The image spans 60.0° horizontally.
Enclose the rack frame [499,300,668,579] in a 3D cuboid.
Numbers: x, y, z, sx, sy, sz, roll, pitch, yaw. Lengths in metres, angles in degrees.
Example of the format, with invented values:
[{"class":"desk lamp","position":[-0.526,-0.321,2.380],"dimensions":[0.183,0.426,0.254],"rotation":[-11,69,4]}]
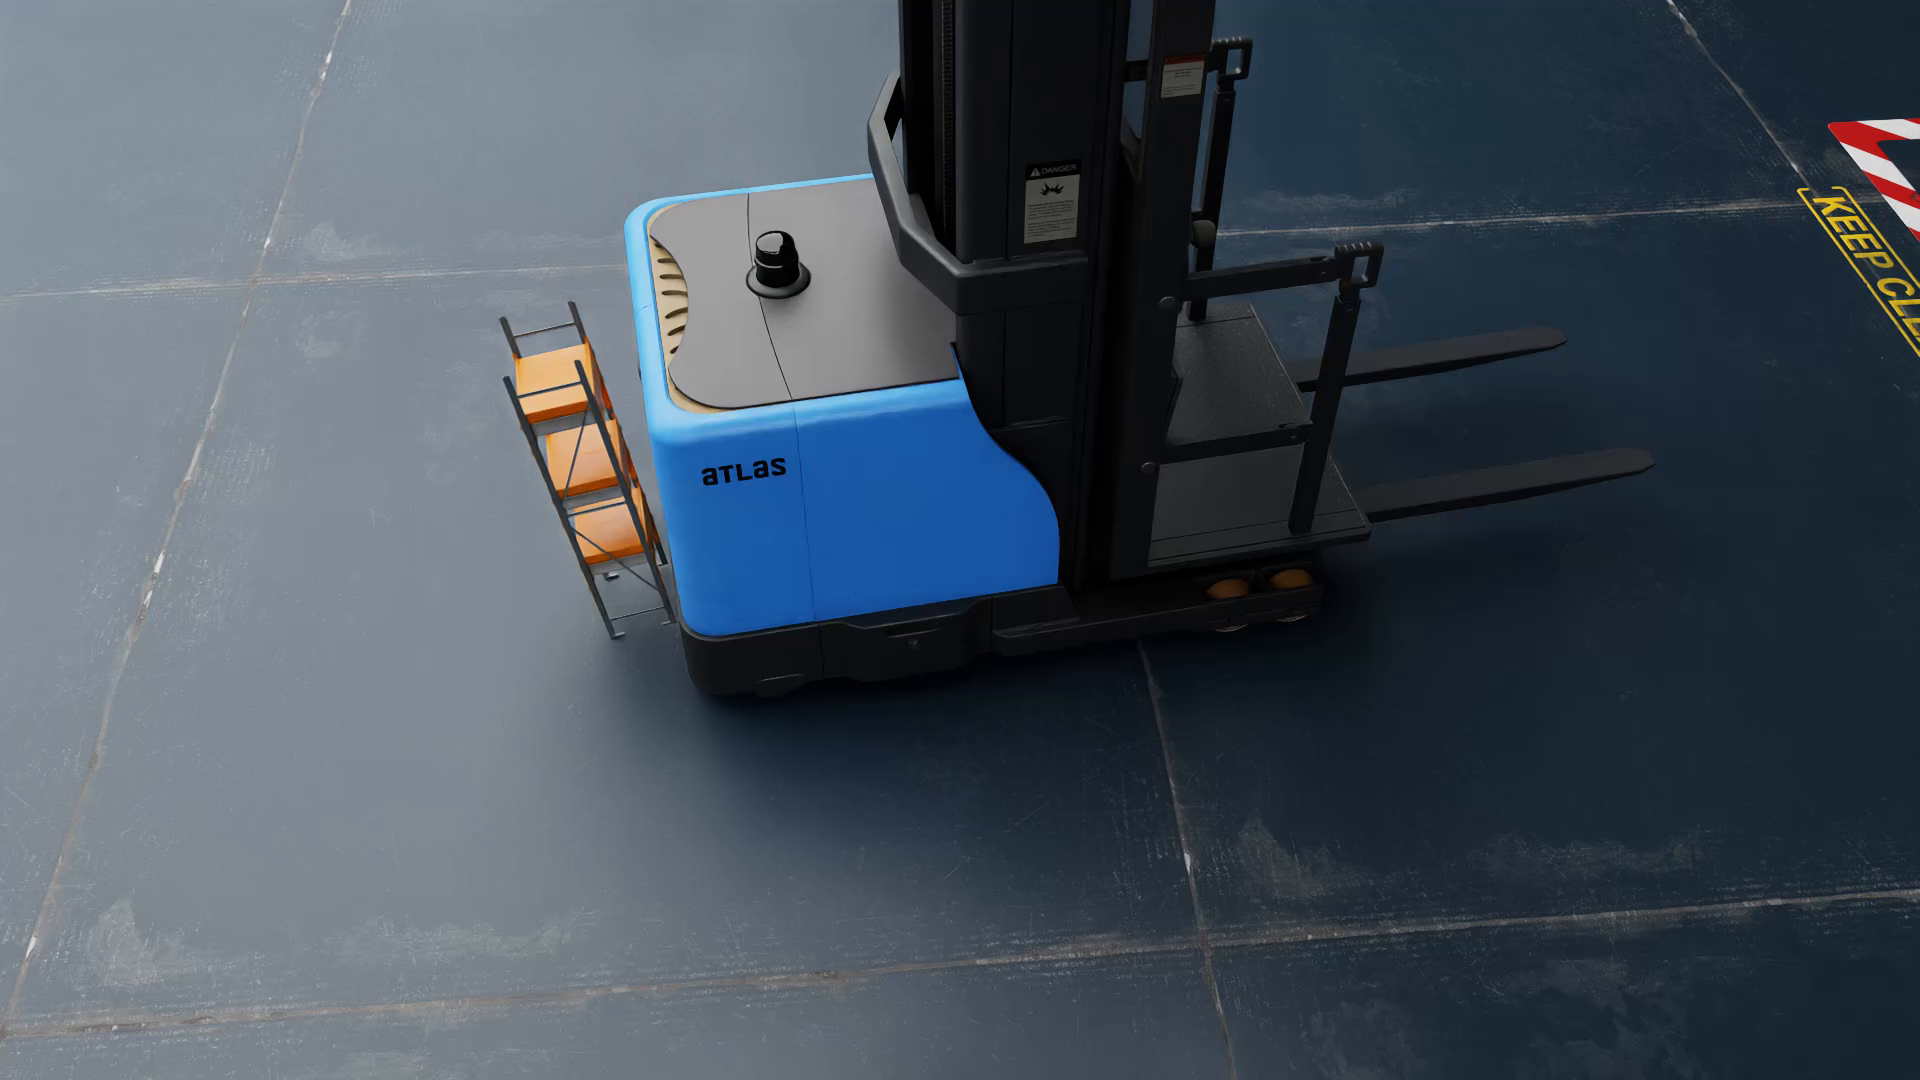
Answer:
[{"class":"rack frame","position":[-1.057,-0.255,4.756],"dimensions":[0.200,1.050,0.008],"rotation":[-14,48,-4]}]

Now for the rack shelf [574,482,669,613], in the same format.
[{"class":"rack shelf","position":[-1.000,0.023,4.886],"dimensions":[0.215,0.259,0.240],"rotation":[-14,48,-4]}]

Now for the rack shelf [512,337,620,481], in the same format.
[{"class":"rack shelf","position":[-1.059,-0.351,4.472],"dimensions":[0.215,0.259,0.240],"rotation":[-14,48,-4]}]

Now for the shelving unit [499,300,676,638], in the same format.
[{"class":"shelving unit","position":[-1.030,-0.169,4.674],"dimensions":[0.215,1.050,0.252],"rotation":[-14,48,-4]}]

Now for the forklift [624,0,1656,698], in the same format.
[{"class":"forklift","position":[0.614,-1.102,4.275],"dimensions":[3.031,2.935,1.130],"rotation":[-9,47,-8]}]

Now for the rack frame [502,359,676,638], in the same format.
[{"class":"rack frame","position":[-1.003,-0.083,4.592],"dimensions":[0.200,1.050,0.008],"rotation":[-14,48,-4]}]

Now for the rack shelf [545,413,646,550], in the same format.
[{"class":"rack shelf","position":[-1.029,-0.162,4.681],"dimensions":[0.215,0.259,0.240],"rotation":[-14,48,-4]}]
